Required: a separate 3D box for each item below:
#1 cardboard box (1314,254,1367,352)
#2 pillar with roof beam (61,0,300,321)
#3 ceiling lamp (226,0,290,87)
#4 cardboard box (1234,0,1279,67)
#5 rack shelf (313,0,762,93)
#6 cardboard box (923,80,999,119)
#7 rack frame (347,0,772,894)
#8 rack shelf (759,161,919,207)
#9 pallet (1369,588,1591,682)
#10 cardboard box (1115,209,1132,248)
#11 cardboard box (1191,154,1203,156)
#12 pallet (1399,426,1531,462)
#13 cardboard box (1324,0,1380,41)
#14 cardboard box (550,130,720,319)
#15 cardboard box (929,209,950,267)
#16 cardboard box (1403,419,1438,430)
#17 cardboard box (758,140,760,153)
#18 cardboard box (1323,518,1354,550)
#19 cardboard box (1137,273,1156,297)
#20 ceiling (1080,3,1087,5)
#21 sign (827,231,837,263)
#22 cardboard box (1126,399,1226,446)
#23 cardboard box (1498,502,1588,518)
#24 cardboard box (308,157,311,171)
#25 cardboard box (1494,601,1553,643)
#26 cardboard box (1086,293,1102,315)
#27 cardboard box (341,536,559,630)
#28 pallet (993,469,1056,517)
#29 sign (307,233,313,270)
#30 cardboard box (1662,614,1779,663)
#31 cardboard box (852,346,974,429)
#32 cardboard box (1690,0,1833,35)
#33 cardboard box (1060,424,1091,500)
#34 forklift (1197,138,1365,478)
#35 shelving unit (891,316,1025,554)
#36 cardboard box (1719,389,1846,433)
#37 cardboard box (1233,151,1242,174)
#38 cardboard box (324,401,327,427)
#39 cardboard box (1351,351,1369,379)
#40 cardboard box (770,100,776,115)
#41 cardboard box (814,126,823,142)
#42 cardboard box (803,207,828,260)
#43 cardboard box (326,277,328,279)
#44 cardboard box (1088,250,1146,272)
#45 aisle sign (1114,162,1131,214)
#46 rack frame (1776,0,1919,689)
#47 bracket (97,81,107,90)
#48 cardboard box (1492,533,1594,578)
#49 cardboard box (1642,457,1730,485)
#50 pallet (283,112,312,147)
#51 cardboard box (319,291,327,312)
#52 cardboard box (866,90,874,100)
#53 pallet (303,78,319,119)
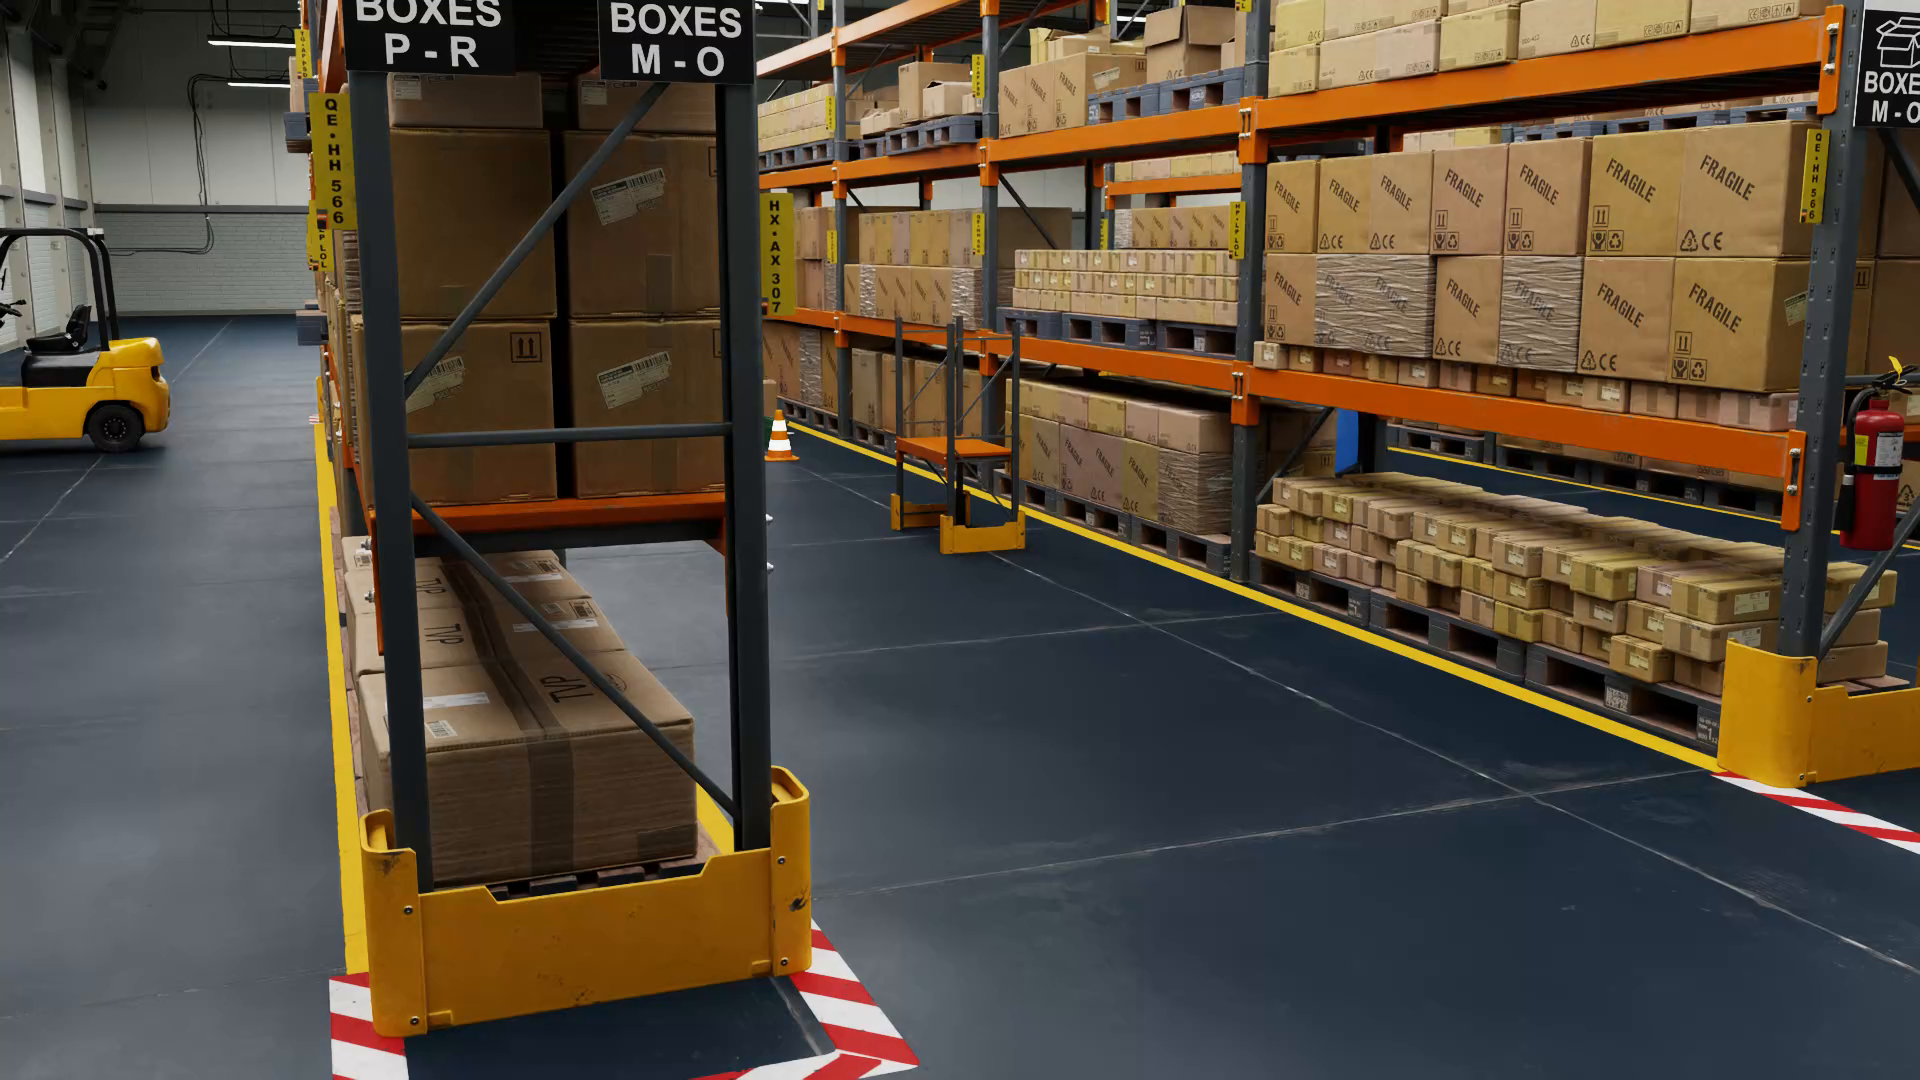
[{"bbox_3d":[2.244,-1.270,8.859,0.500,0.500,0.500,-4,11,-21],"label":"cardboard box"},{"bbox_3d":[-18.884,-10.516,44.847,9.100,9.000,0.548,-4,11,-21],"label":"pillar with roof beam"},{"bbox_3d":[-17.069,-12.788,40.948,2.000,3.185,0.800,-4,11,-21],"label":"ceiling lamp"},{"bbox_3d":[2.078,-3.053,9.968,0.700,0.500,0.500,-4,11,-21],"label":"cardboard box"},{"bbox_3d":[-1.739,-1.717,5.996,1.077,0.370,4.000,-4,11,-21],"label":"rack shelf"},{"bbox_3d":[0.005,-3.745,14.112,0.500,0.311,0.500,-4,11,-21],"label":"cardboard box"},{"bbox_3d":[-1.014,-0.268,4.360,1.000,3.000,0.127,-4,11,-21],"label":"rack frame"},{"bbox_3d":[-1.511,-4.006,18.866,1.077,0.370,4.000,-4,11,-21],"label":"rack shelf"},{"bbox_3d":[2.835,0.428,8.409,1.003,0.211,1.213,-4,11,-21],"label":"pallet"},{"bbox_3d":[2.370,-4.089,21.854,0.500,0.500,0.500,-4,11,-21],"label":"cardboard box"},{"bbox_3d":[3.004,-4.704,20.026,0.380,0.149,0.250,-3,11,-18],"label":"cardboard box"},{"bbox_3d":[5.041,-0.957,16.199,1.003,0.211,1.213,-4,11,-21],"label":"pallet"},{"bbox_3d":[2.240,-2.725,8.610,0.500,0.250,0.500,-4,11,-21],"label":"cardboard box"},{"bbox_3d":[-0.923,-0.906,4.806,0.500,0.500,0.500,-4,11,-22],"label":"cardboard box"},{"bbox_3d":[0.138,-2.686,14.813,0.700,0.500,0.500,-4,11,-22],"label":"cardboard box"},{"bbox_3d":[4.849,-1.386,16.529,0.700,0.500,0.500,-5,11,-26],"label":"cardboard box"},{"bbox_3d":[-2.227,-4.660,19.722,0.380,0.149,0.250,-4,11,-21],"label":"cardboard box"},{"bbox_3d":[2.244,-0.048,9.219,0.380,0.149,0.250,-4,11,-21],"label":"cardboard box"},{"bbox_3d":[1.405,-1.704,11.102,0.380,0.149,0.250,-5,11,-24],"label":"cardboard box"},{"bbox_3d":[1.944,-15.236,45.683,6.000,0.001,6.000,-4,11,-21],"label":"ceiling"},{"bbox_3d":[-1.302,-2.987,16.948,0.100,0.325,0.005,-4,11,-21],"label":"sign"},{"bbox_3d":[1.434,-0.787,11.076,0.500,0.250,0.500,-3,11,-18],"label":"cardboard box"},{"bbox_3d":[3.026,-0.098,8.646,0.380,0.149,0.250,-4,11,-23],"label":"cardboard box"},{"bbox_3d":[-6.995,-4.158,18.381,0.380,0.149,0.250,-4,11,-21],"label":"cardboard box"},{"bbox_3d":[2.722,0.365,7.747,0.380,0.149,0.250,-4,11,-23],"label":"cardboard box"},{"bbox_3d":[1.120,-1.685,11.847,0.380,0.149,0.250,-4,11,-20],"label":"cardboard box"},{"bbox_3d":[-2.336,0.243,7.604,0.875,0.438,0.875,-4,11,-22],"label":"cardboard box"},{"bbox_3d":[0.946,-0.404,13.087,1.003,0.211,1.213,-4,11,-21],"label":"pallet"},{"bbox_3d":[-5.866,-2.617,15.095,0.100,0.325,0.005,-4,11,-21],"label":"sign"},{"bbox_3d":[3.106,0.384,6.788,0.380,0.149,0.250,-4,11,-22],"label":"cardboard box"},{"bbox_3d":[-0.477,-1.561,16.853,1.050,0.750,0.750,-4,11,-21],"label":"cardboard box"},{"bbox_3d":[3.151,-2.059,6.292,0.500,0.250,0.500,-4,11,-22],"label":"cardboard box"},{"bbox_3d":[1.058,-0.583,12.073,0.500,0.500,0.500,-4,11,-22],"label":"cardboard box"},{"bbox_3d":[2.861,-1.860,13.508,1.130,2.935,3.031,5,11,25],"label":"forklift"},{"bbox_3d":[-0.028,-0.751,11.359,0.587,1.500,1.083,-4,11,-21],"label":"shelving unit"},{"bbox_3d":[3.181,-0.510,6.439,0.380,0.149,0.250,-4,11,-21],"label":"cardboard box"},{"bbox_3d":[3.465,-4.316,18.983,0.500,0.250,0.500,-3,11,-19],"label":"cardboard box"},{"bbox_3d":[-6.030,-1.245,16.507,0.500,0.250,0.500,-4,11,-22],"label":"cardboard box"},{"bbox_3d":[2.312,-0.938,8.847,0.380,0.149,0.250,-4,11,-23],"label":"cardboard box"},{"bbox_3d":[-1.951,-4.929,18.958,0.380,0.149,0.250,-4,11,-22],"label":"cardboard box"},{"bbox_3d":[-1.307,-4.246,17.396,0.380,0.149,0.250,-4,11,-20],"label":"cardboard box"},{"bbox_3d":[-1.195,-3.307,17.937,0.875,0.550,0.550,-4,11,-21],"label":"cardboard box"},{"bbox_3d":[-3.604,-1.481,10.181,0.500,0.250,0.500,-4,11,-21],"label":"cardboard box"},{"bbox_3d":[1.128,-1.978,11.794,0.380,0.149,0.250,-4,11,-19],"label":"cardboard box"},{"bbox_3d":[2.122,-4.779,22.300,0.394,0.787,0.004,-4,11,-21],"label":"aisle sign"},{"bbox_3d":[3.563,-0.598,6.219,1.000,3.000,0.127,-4,11,-21],"label":"rack frame"},{"bbox_3d":[-23.575,-12.493,45.678,0.235,0.232,0.430,-4,11,-21],"label":"bracket"},{"bbox_3d":[2.701,0.070,7.705,0.380,0.149,0.250,-3,11,-19],"label":"cardboard box"},{"bbox_3d":[6.198,-0.959,13.115,1.225,0.875,0.875,-4,11,-23],"label":"cardboard box"},{"bbox_3d":[-4.860,-3.334,13.570,1.213,0.211,1.003,-4,11,-21],"label":"pallet"},{"bbox_3d":[-4.549,-1.773,12.339,0.380,0.149,0.250,-4,11,-21],"label":"cardboard box"},{"bbox_3d":[-0.786,-4.723,17.796,0.380,0.149,0.250,-4,11,-21],"label":"cardboard box"},{"bbox_3d":[-3.630,-2.856,10.883,1.213,0.211,1.003,-3,11,-18],"label":"pallet"}]
